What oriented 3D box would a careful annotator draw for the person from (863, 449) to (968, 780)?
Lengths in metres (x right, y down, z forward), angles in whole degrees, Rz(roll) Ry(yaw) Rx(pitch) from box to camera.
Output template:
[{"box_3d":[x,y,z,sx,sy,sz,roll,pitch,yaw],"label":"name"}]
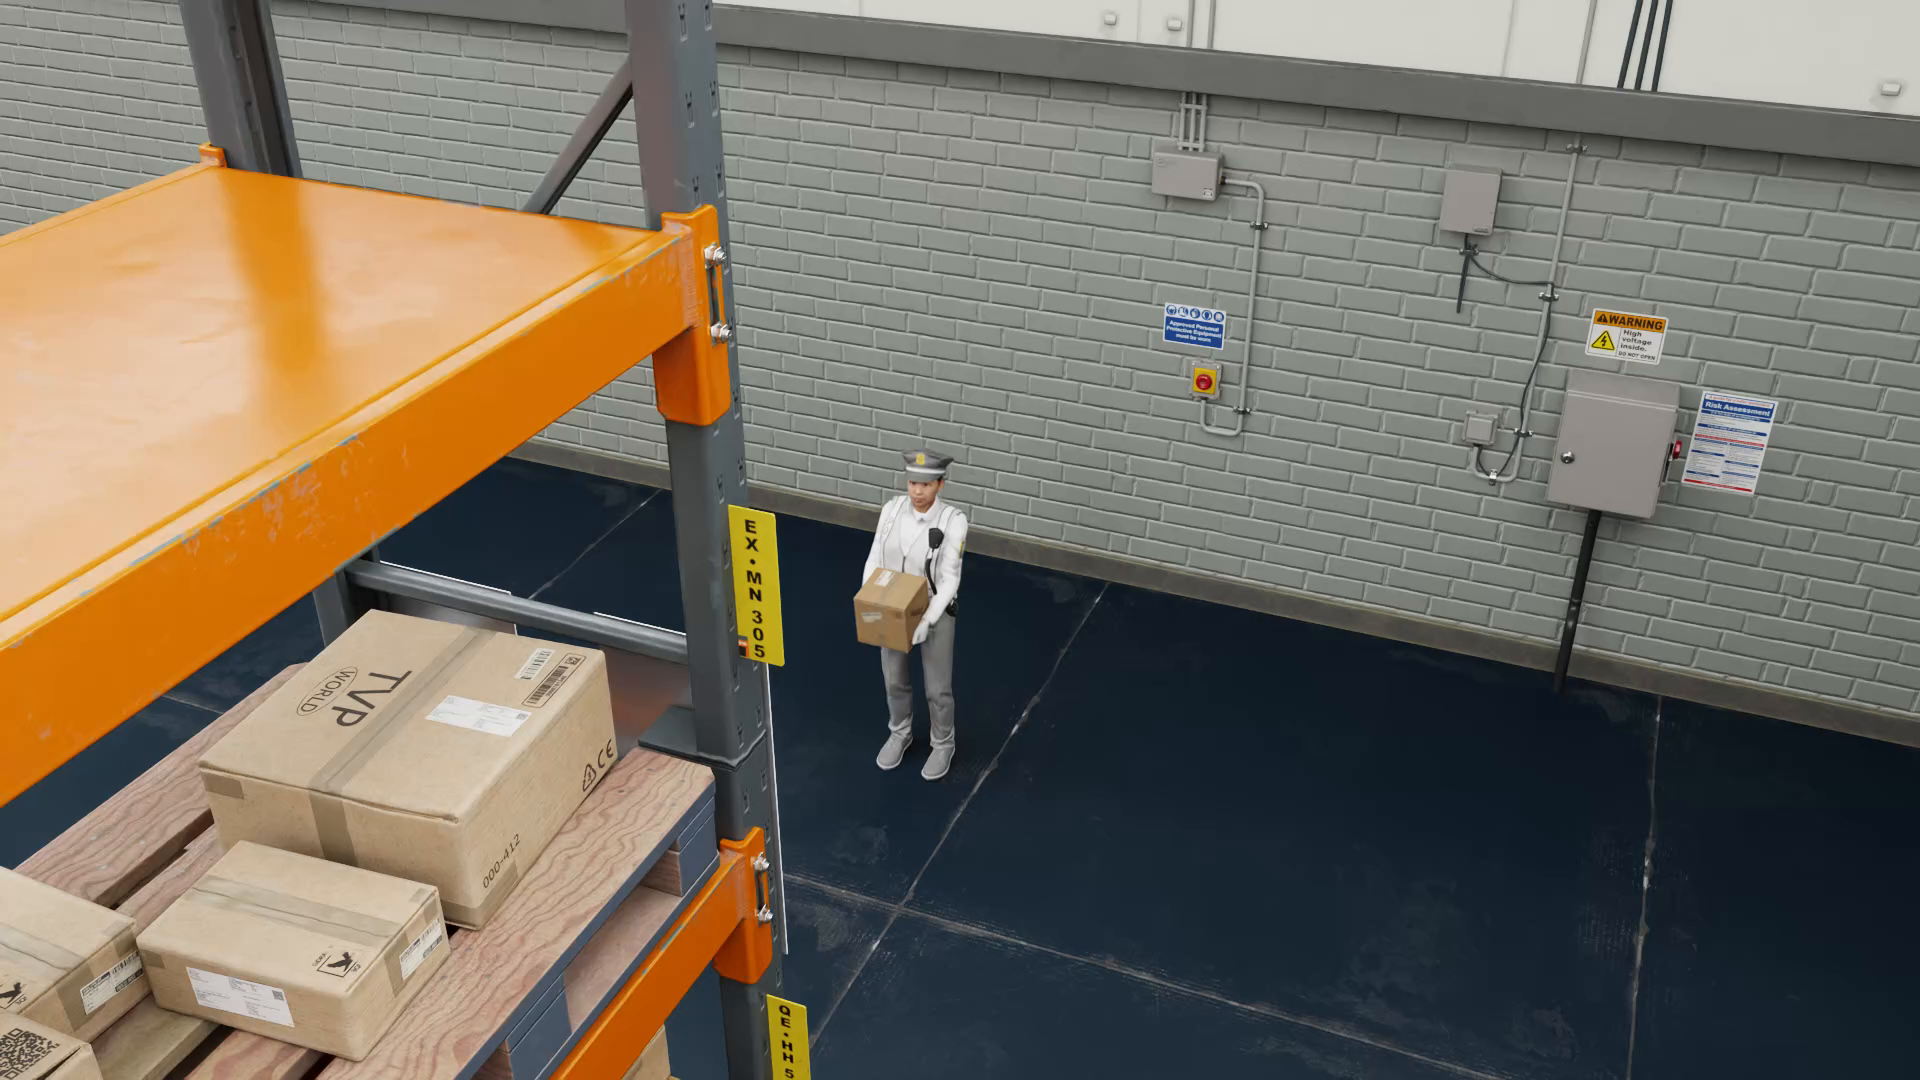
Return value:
[{"box_3d":[-0.222,0.365,7.728,0.459,1.686,0.556,12,32,20],"label":"person"}]
